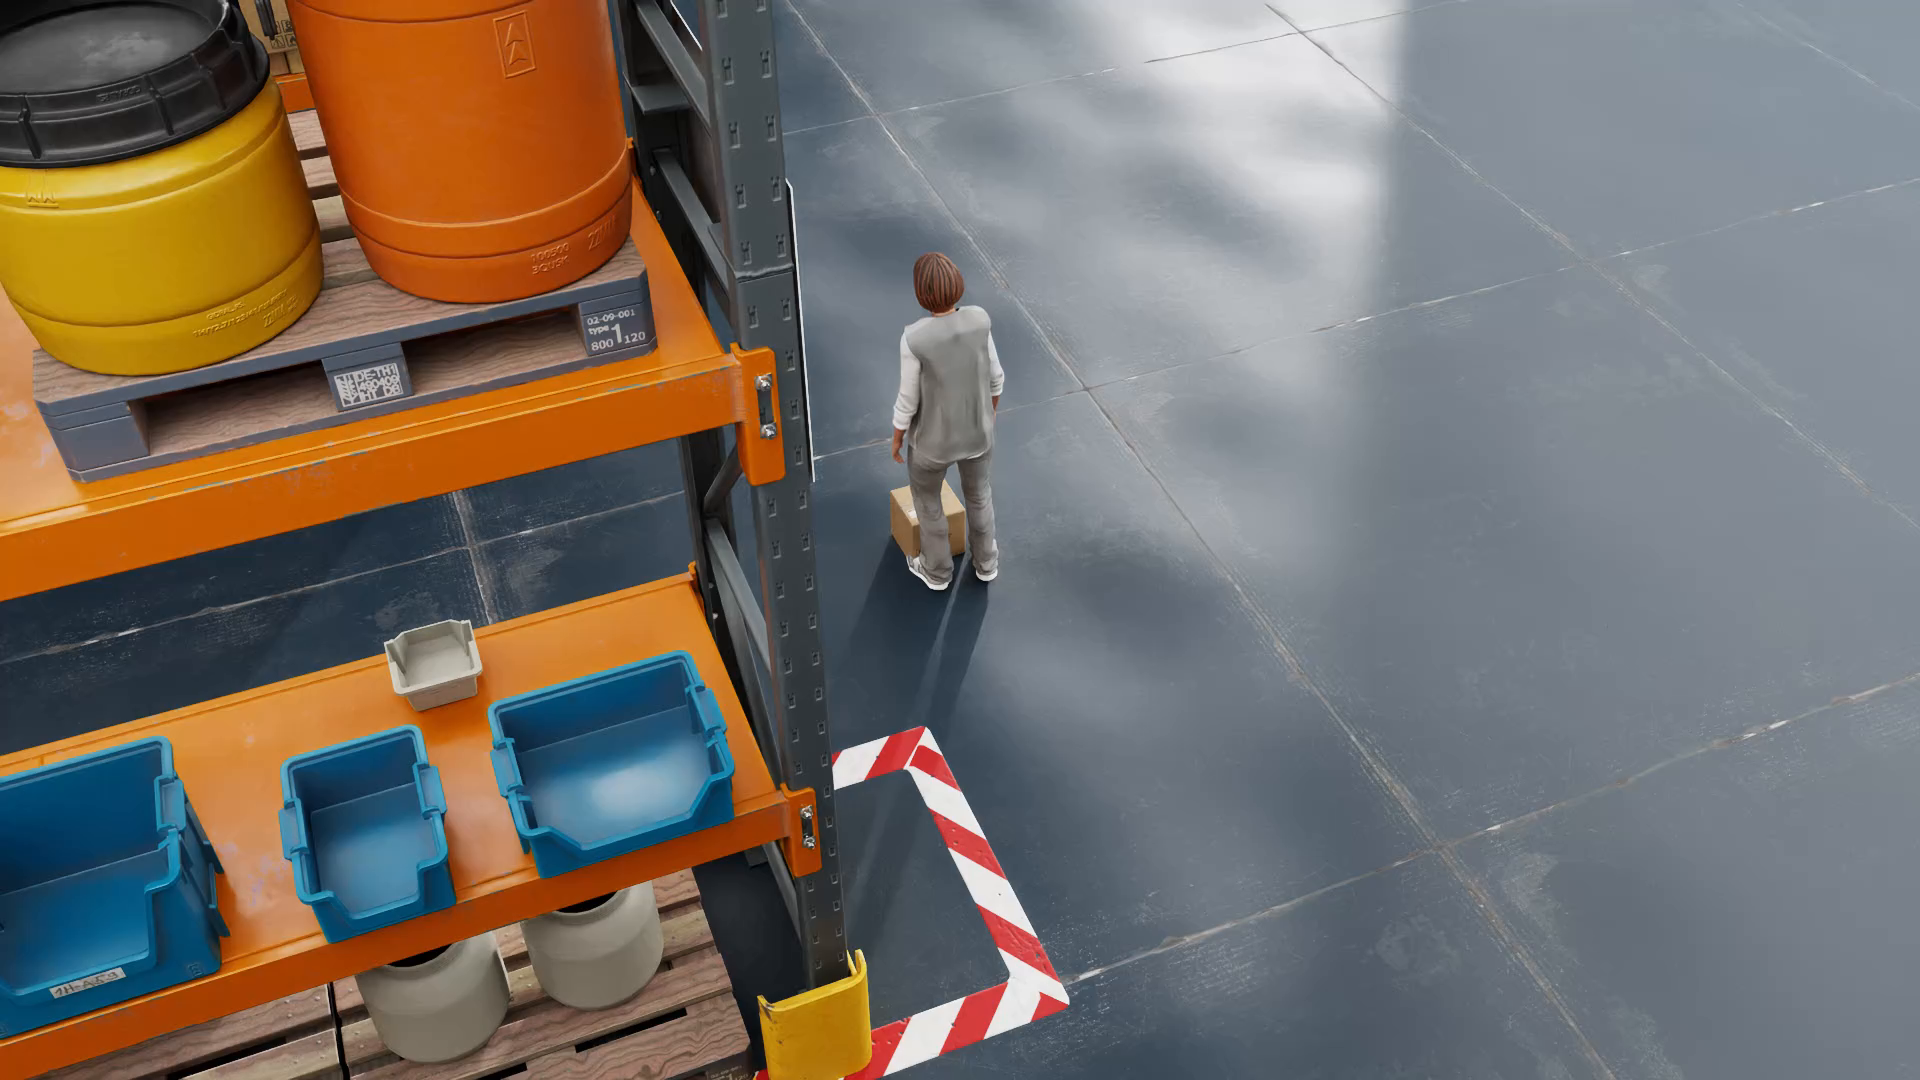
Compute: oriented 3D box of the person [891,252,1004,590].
[{"bbox_3d":[-0.048,-0.434,6.644,0.482,1.594,0.369,-17,45,-18],"label":"person"}]
